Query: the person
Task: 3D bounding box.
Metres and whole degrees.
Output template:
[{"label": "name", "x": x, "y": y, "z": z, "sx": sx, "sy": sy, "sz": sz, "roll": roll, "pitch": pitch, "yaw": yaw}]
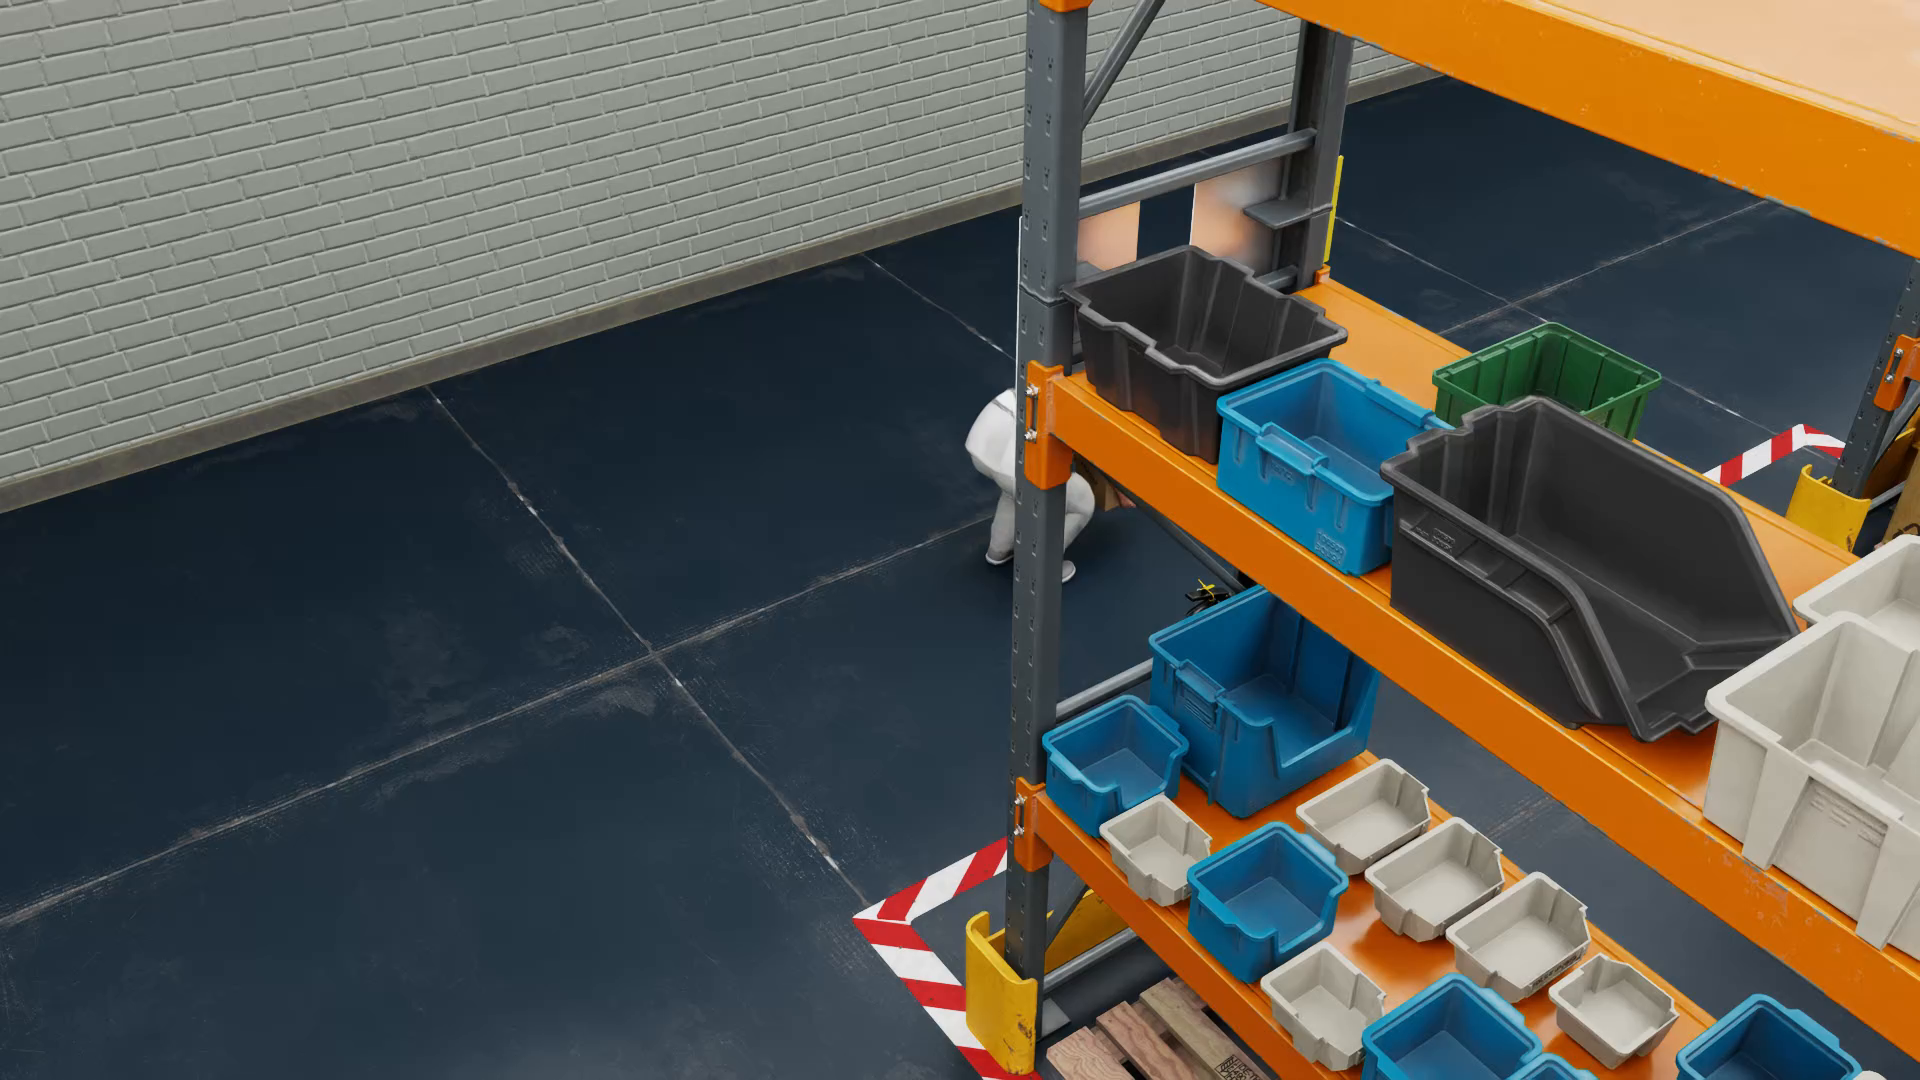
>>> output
[{"label": "person", "x": 0.501, "y": -0.368, "z": 8.076, "sx": 1.033, "sy": 1.077, "sz": 0.535, "roll": -25, "pitch": 43, "yaw": -30}]
